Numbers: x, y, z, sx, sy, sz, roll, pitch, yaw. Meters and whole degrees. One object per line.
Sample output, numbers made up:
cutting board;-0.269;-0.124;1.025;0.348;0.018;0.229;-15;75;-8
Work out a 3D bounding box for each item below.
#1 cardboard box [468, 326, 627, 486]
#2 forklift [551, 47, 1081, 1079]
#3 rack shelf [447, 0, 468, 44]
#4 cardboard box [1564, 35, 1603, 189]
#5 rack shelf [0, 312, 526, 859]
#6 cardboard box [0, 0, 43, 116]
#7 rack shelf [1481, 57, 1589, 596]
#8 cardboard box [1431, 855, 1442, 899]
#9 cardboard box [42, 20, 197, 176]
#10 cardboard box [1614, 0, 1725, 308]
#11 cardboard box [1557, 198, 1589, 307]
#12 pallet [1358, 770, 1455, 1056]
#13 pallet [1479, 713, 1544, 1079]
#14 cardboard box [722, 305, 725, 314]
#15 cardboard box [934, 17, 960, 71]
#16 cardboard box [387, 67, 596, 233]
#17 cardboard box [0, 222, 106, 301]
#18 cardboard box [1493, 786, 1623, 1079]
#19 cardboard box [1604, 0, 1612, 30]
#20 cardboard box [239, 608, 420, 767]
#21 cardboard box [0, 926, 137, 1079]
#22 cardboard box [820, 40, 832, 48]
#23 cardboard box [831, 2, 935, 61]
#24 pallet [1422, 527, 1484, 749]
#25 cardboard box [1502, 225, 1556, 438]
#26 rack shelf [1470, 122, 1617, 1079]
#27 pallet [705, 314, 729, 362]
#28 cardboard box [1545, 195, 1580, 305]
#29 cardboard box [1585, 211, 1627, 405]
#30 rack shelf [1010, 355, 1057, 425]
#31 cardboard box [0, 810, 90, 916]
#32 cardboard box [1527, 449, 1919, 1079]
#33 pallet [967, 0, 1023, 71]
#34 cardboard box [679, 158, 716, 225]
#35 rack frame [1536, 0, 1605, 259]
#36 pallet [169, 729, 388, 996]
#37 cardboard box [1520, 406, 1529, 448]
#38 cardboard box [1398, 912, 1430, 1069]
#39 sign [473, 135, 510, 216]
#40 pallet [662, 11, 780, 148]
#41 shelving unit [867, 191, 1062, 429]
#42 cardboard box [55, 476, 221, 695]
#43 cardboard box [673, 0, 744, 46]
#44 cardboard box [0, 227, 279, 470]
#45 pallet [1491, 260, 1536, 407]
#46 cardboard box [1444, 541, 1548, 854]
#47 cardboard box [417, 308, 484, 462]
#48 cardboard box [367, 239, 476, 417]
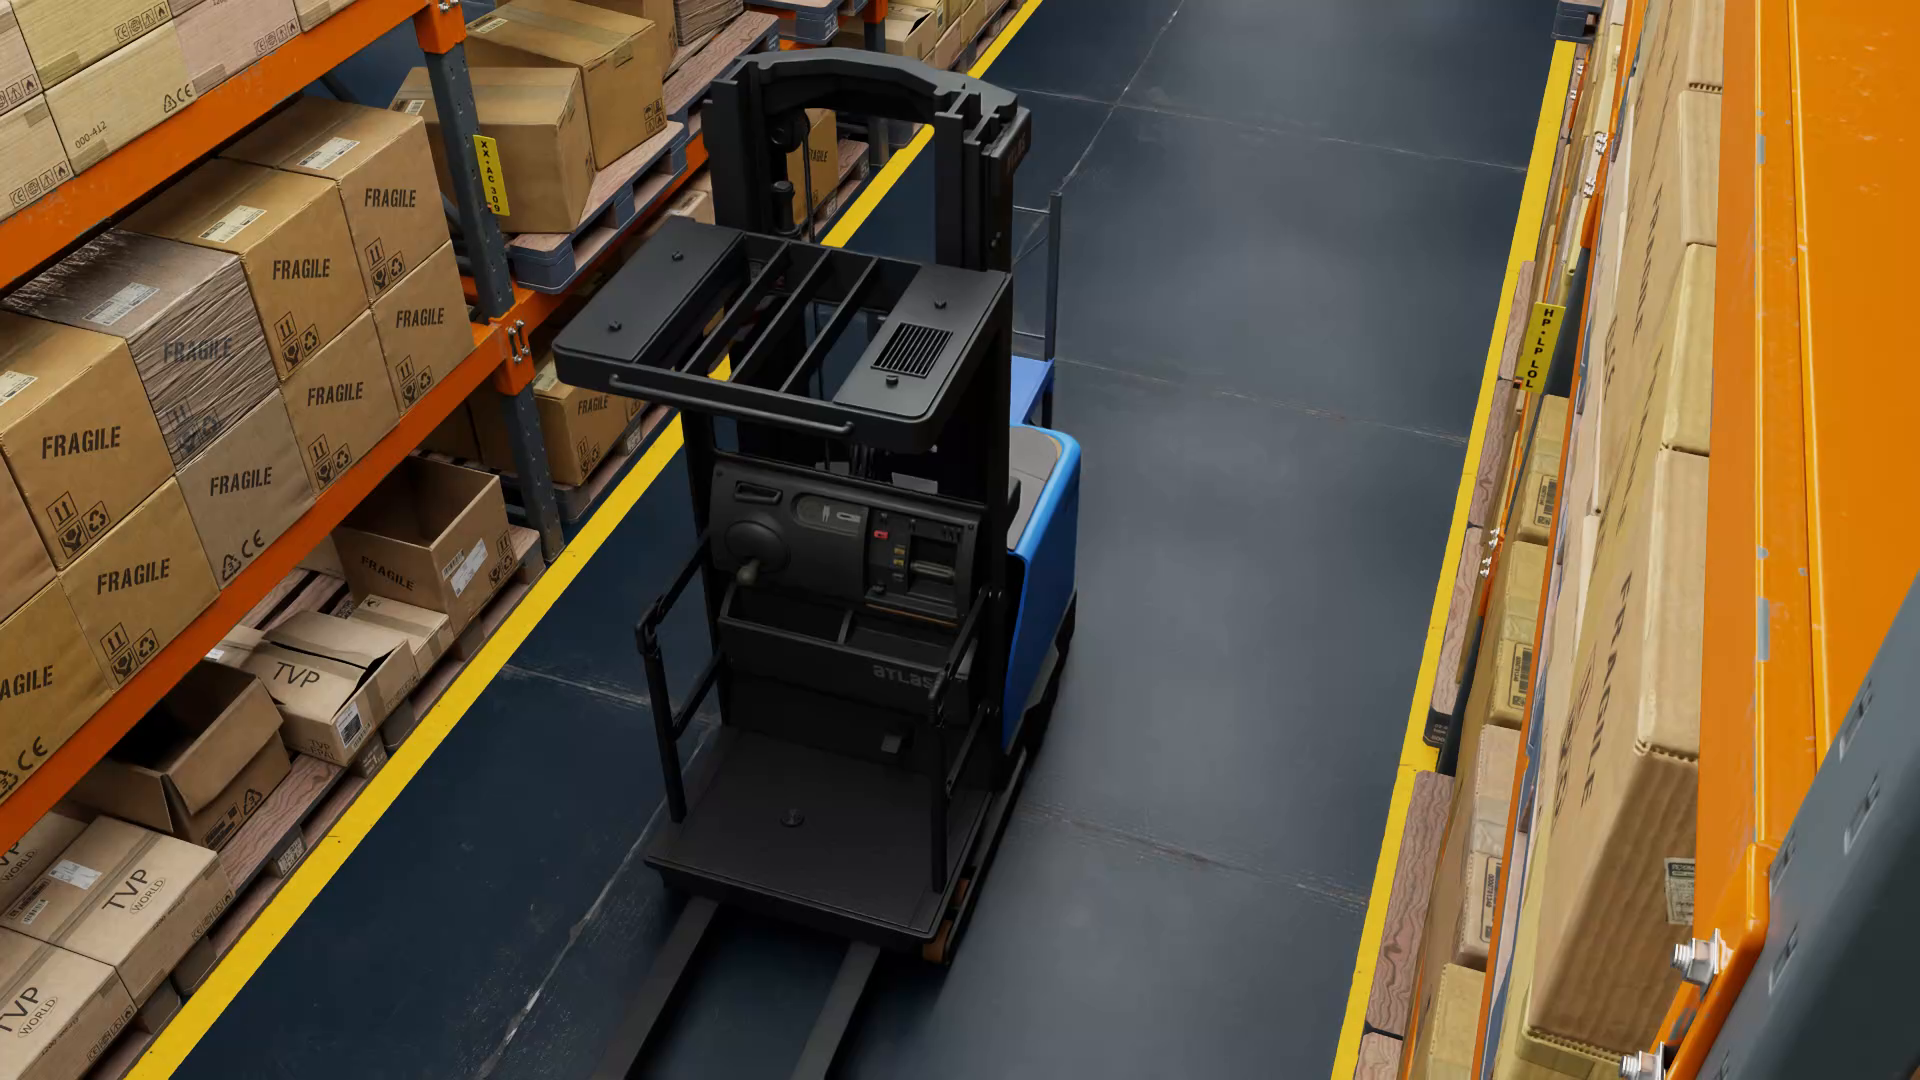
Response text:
cardboard box;-1.911;-0.635;7.724;0.500;0.500;0.500;11;42;13
forklift;-0.457;0.095;5.335;1.130;2.935;3.031;12;42;14
rack shelf;-1.622;-3.265;7.463;1.077;0.370;4.000;13;42;15
cardboard box;2.954;-1.820;7.204;0.500;0.500;0.500;13;42;15
rack shelf;-2.989;0.316;5.577;1.077;0.370;4.000;13;42;15
cardboard box;-2.736;-1.182;4.197;0.500;0.250;0.500;13;42;15
rack shelf;3.035;-1.027;7.150;1.077;0.370;4.000;13;42;15
cardboard box;1.710;1.065;5.246;0.380;0.149;0.250;15;43;17
cardboard box;-2.566;-1.297;4.717;0.500;0.250;0.500;13;42;15
cardboard box;1.510;-0.658;2.990;0.500;0.500;0.500;14;42;15
cardboard box;2.270;-0.866;5.509;0.500;0.250;0.500;14;43;16
pallet;2.017;1.427;5.869;1.003;0.211;1.213;13;42;15
pallet;1.227;0.797;2.216;1.003;0.211;1.213;13;42;15
cardboard box;-1.388;-1.574;8.825;0.500;0.500;0.500;12;42;13
cardboard box;-0.311;-3.292;11.046;0.500;0.250;0.500;12;42;14
cardboard box;-1.933;-1.615;6.885;0.700;0.500;0.500;0;40;0
cardboard box;-3.083;-0.743;5.416;0.500;0.500;0.500;12;42;14
cardboard box;0.984;0.572;2.127;0.500;0.250;0.500;15;43;16
cardboard box;3.138;-2.417;7.326;0.500;0.250;0.500;13;42;14
cardboard box;-2.490;0.546;6.486;0.500;0.311;0.500;13;42;15
cardboard box;-3.050;1.567;5.336;0.500;0.250;0.500;13;42;15
cardboard box;-0.990;-3.319;10.645;0.500;0.311;0.500;14;43;16
cardboard box;-0.483;-3.199;10.505;0.500;0.311;0.500;15;43;17
pallet;2.544;0.493;6.963;1.003;0.211;1.213;13;42;15
cardboard box;3.038;-0.910;7.792;0.750;0.750;0.750;13;42;15
rack shelf;1.667;0.272;3.317;1.077;0.370;4.000;13;42;15
pallet;-1.647;-1.368;9.145;1.003;0.211;1.213;13;42;15
cardboard box;2.437;-0.890;6.115;0.500;0.500;0.500;14;42;15
cardboard box;1.511;-0.377;3.239;0.500;0.250;0.500;12;42;14
rack shelf;0.036;-0.513;7.427;0.538;0.185;1.000;12;42;14
cardboard box;-3.366;1.181;5.787;0.500;0.250;0.500;13;42;15
cardboard box;0.977;0.285;1.885;0.500;0.500;0.500;13;42;15
pallet;-0.201;-3.792;11.985;1.003;0.211;1.213;13;42;15
cardboard box;-1.398;-1.837;8.554;0.500;0.250;0.500;13;42;14
rack frame;3.719;-2.520;8.347;1.000;3.000;0.127;13;42;15
pallet;-2.957;1.048;6.312;1.003;0.211;1.213;13;42;15
cardboard box;2.265;-0.421;6.064;0.380;0.149;0.250;14;42;16
cardboard box;1.824;1.449;5.296;0.700;0.500;0.500;13;42;15
sign;-1.793;-1.391;6.356;0.100;0.325;0.005;13;42;15
pallet;-1.598;-2.357;8.304;1.003;0.211;1.213;13;42;15
shelving unit;0.036;-0.650;7.310;0.538;1.500;1.048;12;42;14
cardboard box;-2.755;0.086;5.215;0.500;0.500;0.500;14;42;16
cardboard box;-1.539;-2.891;8.380;0.700;0.500;0.500;21;45;23
cardboard box;-2.580;-0.610;5.260;0.500;0.500;0.500;14;42;15
pallet;3.378;-0.995;8.708;1.003;0.211;1.213;13;42;15
cardboard box;1.895;0.576;4.486;0.980;0.700;0.700;12;42;14
cardboard box;-2.406;-0.759;7.869;0.500;0.500;0.500;13;42;15
cardboard box;-2.235;-0.854;6.317;0.500;0.500;0.500;14;42;16
